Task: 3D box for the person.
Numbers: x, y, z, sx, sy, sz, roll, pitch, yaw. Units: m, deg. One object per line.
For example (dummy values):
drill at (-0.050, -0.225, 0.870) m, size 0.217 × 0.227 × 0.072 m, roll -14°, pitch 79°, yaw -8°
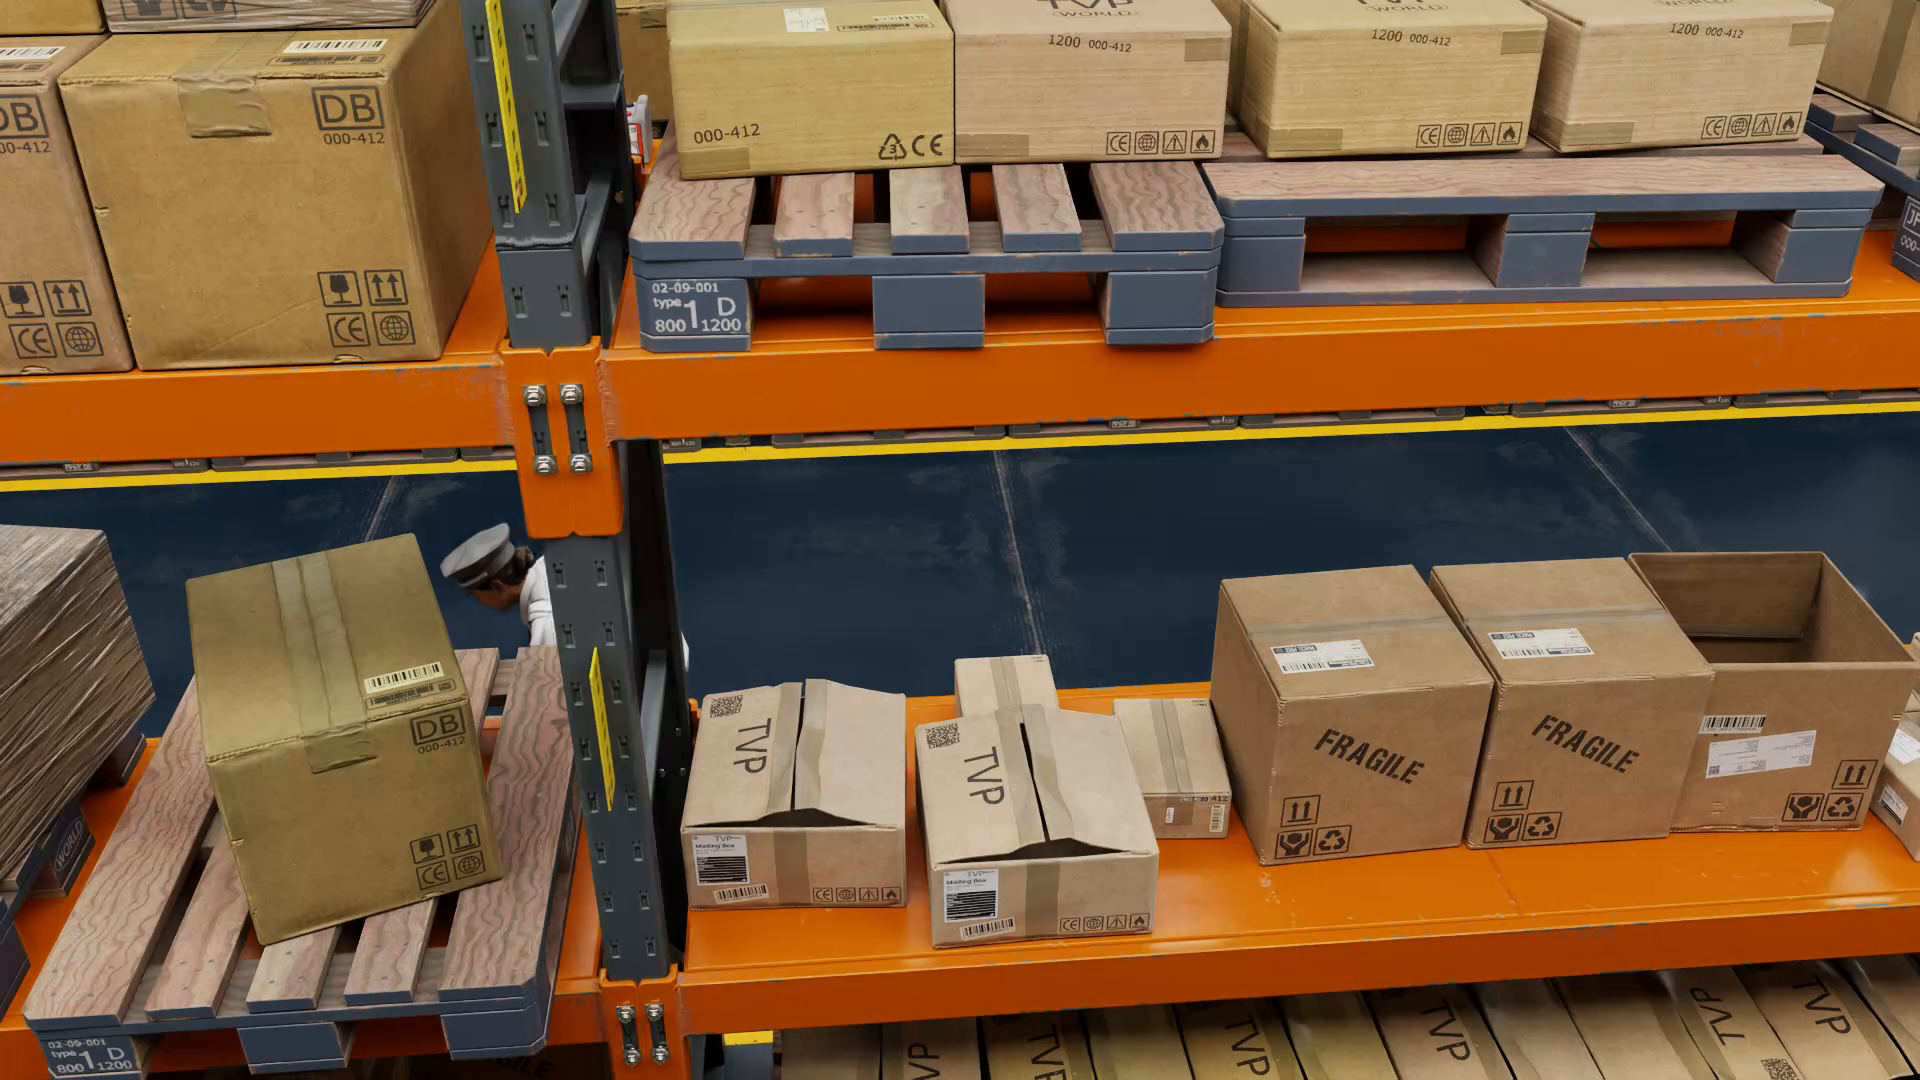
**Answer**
person at (-1.293, 0.518, 5.644) m, size 0.749 × 1.294 × 0.534 m, roll -3°, pitch 31°, yaw -4°
